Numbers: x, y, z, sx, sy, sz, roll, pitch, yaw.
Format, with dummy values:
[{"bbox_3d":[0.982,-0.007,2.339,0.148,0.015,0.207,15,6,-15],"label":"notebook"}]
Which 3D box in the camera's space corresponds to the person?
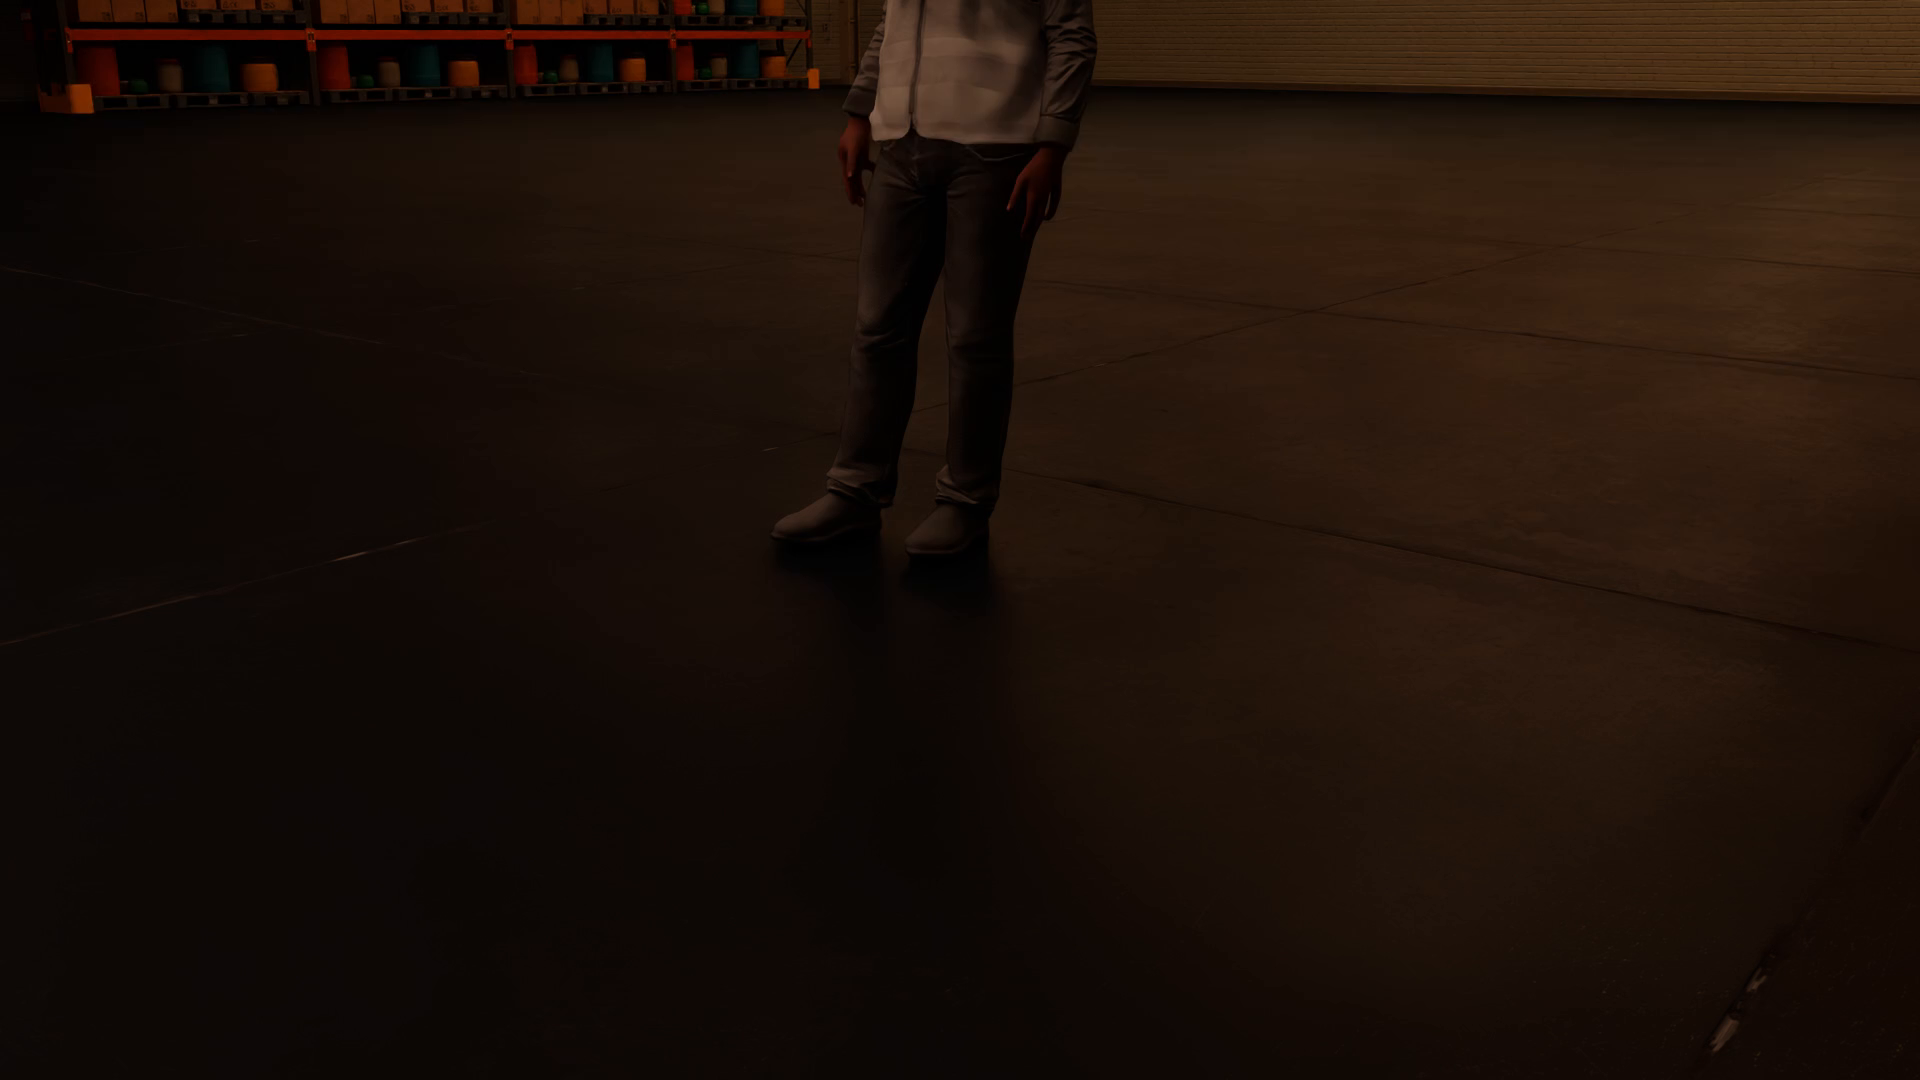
[{"bbox_3d":[-0.046,-0.843,3.640,0.634,1.775,0.566,13,21,37],"label":"person"}]
